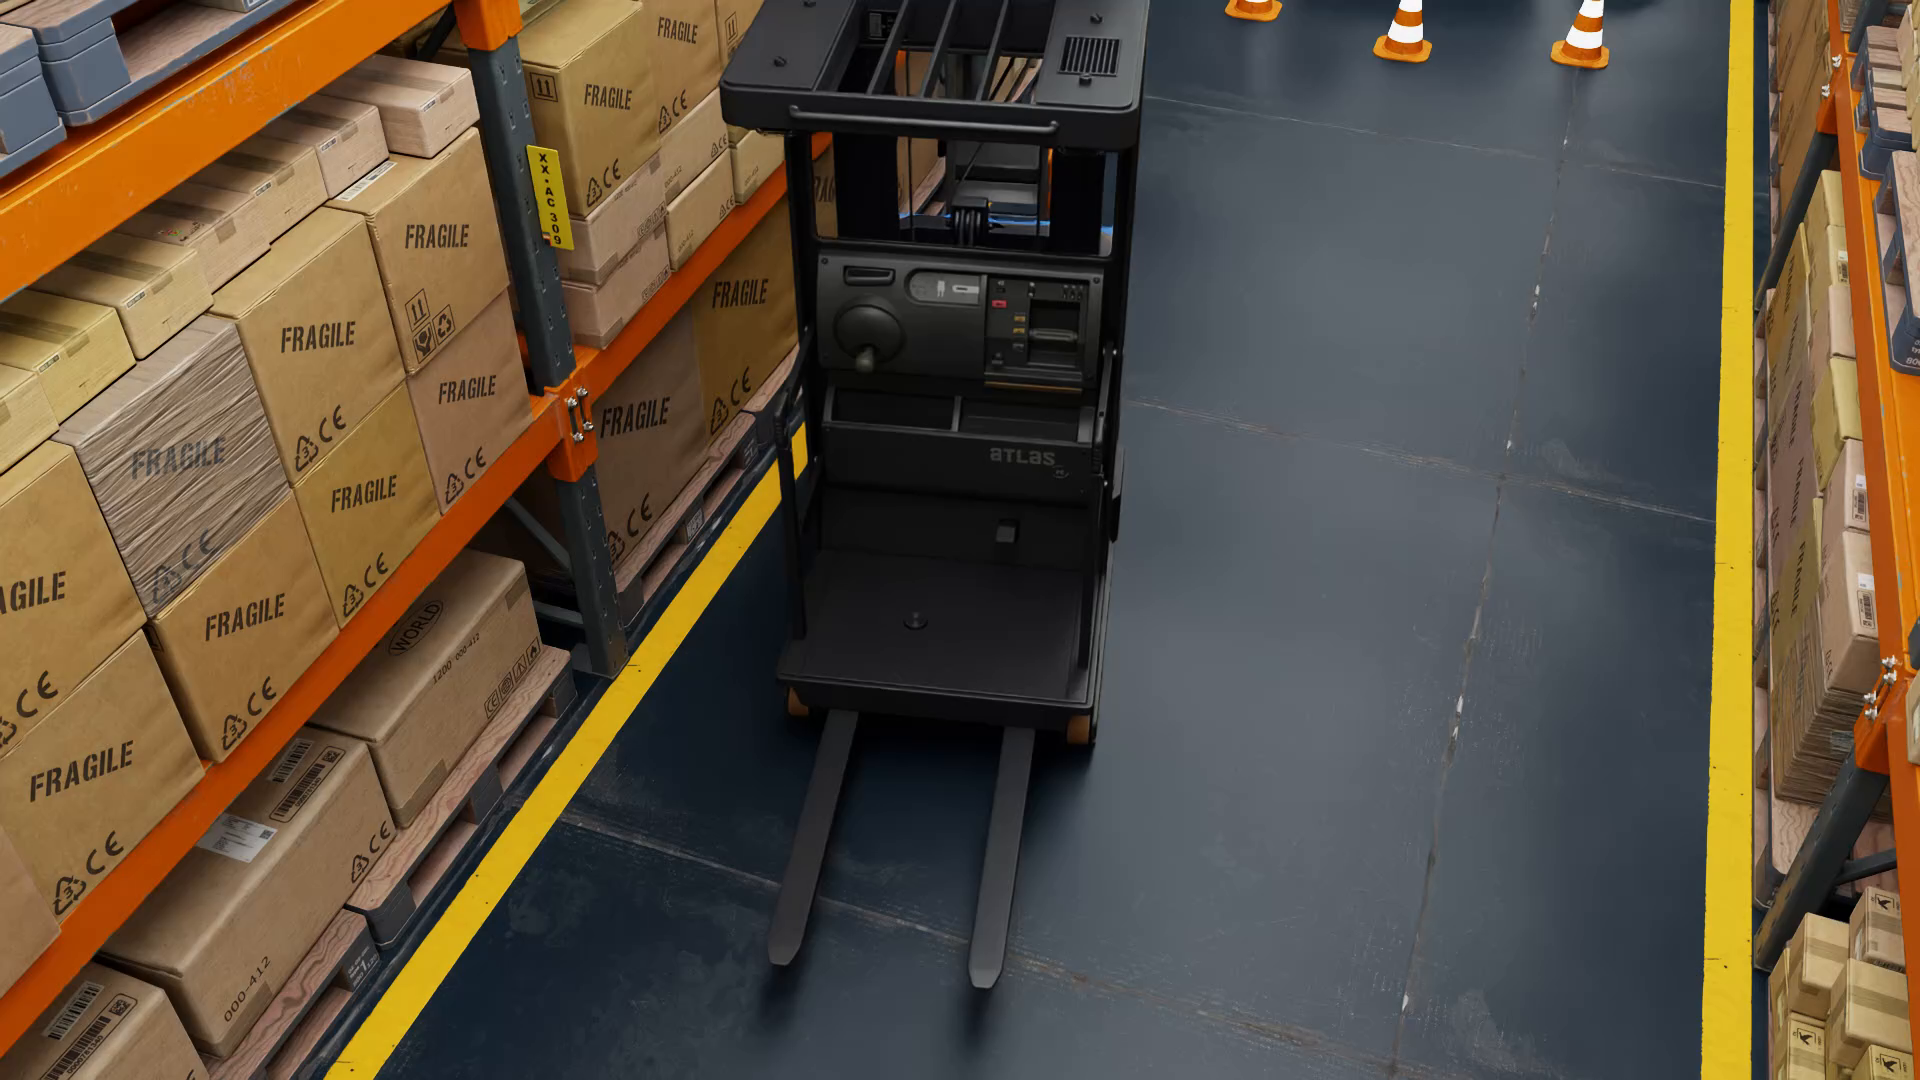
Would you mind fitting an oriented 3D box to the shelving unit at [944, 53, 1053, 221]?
[{"bbox_3d":[0.180,-1.465,6.850,0.431,2.100,0.503,5,41,6],"label":"shelving unit"}]

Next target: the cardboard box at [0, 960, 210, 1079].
[{"bbox_3d":[-2.656,1.504,4.327,0.875,0.438,0.875,14,43,16],"label":"cardboard box"}]

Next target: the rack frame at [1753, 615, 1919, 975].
[{"bbox_3d":[2.961,0.271,4.121,1.000,3.000,0.127,13,42,15],"label":"rack frame"}]

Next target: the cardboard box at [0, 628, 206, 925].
[{"bbox_3d":[-2.165,0.476,3.803,0.500,0.500,0.500,15,43,17],"label":"cardboard box"}]

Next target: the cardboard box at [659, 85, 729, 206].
[{"bbox_3d":[-1.157,-1.429,5.844,0.500,0.250,0.500,14,42,16],"label":"cardboard box"}]

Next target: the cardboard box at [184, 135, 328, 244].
[{"bbox_3d":[-1.818,-0.886,4.130,0.380,0.149,0.250,13,42,15],"label":"cardboard box"}]

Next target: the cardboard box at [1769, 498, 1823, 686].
[{"bbox_3d":[3.154,0.242,5.758,0.500,0.500,0.500,12,42,14],"label":"cardboard box"}]

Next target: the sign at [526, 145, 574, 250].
[{"bbox_3d":[-1.203,-1.003,4.887,0.100,0.325,0.005,13,42,15],"label":"sign"}]

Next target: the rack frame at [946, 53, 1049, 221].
[{"bbox_3d":[0.148,-1.308,6.666,0.400,2.100,0.015,5,41,6],"label":"rack frame"}]

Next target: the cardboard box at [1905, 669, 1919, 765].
[{"bbox_3d":[2.557,0.467,4.085,0.380,0.149,0.250,15,43,17],"label":"cardboard box"}]

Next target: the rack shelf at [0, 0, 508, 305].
[{"bbox_3d":[-2.409,-0.414,3.167,1.077,0.370,4.000,13,42,15],"label":"rack shelf"}]

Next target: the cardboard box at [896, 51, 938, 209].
[{"bbox_3d":[-0.671,-2.154,8.277,0.875,0.875,0.875,13,42,15],"label":"cardboard box"}]

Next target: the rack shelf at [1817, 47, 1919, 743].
[{"bbox_3d":[3.645,-0.675,5.785,1.077,0.370,4.000,13,42,15],"label":"rack shelf"}]

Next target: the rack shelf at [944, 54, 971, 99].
[{"bbox_3d":[0.180,-1.988,6.404,0.431,0.518,0.480,5,41,6],"label":"rack shelf"}]

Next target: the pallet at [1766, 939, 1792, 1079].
[{"bbox_3d":[2.765,1.749,4.537,1.003,0.211,1.213,13,42,15],"label":"pallet"}]

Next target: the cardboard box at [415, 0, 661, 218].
[{"bbox_3d":[-1.304,-1.389,5.220,0.500,0.500,0.500,14,42,16],"label":"cardboard box"}]

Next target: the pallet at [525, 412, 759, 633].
[{"bbox_3d":[-1.532,-0.193,6.813,1.003,0.211,1.213,13,42,15],"label":"pallet"}]

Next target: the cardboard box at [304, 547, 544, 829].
[{"bbox_3d":[-2.040,0.408,5.611,0.875,0.438,0.875,13,42,14],"label":"cardboard box"}]

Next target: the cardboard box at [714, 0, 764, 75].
[{"bbox_3d":[-0.982,-2.011,5.948,0.500,0.500,0.500,12,42,14],"label":"cardboard box"}]

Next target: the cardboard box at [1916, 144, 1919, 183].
[{"bbox_3d":[3.623,-1.349,5.890,0.380,0.149,0.250,15,43,16],"label":"cardboard box"}]

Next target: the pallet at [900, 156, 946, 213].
[{"bbox_3d":[-0.697,-1.681,8.557,1.003,0.211,1.213,13,42,15],"label":"pallet"}]

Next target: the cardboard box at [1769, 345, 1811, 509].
[{"bbox_3d":[3.508,-0.381,6.488,0.500,0.500,0.500,12,42,14],"label":"cardboard box"}]

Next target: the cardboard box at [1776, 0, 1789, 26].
[{"bbox_3d":[5.569,-3.514,9.967,1.050,0.750,0.750,13,42,15],"label":"cardboard box"}]

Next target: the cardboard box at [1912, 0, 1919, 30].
[{"bbox_3d":[3.975,-2.096,6.536,0.380,0.149,0.250,15,43,17],"label":"cardboard box"}]

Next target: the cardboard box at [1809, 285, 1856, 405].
[{"bbox_3d":[3.511,-0.688,6.270,0.500,0.250,0.500,14,42,15],"label":"cardboard box"}]

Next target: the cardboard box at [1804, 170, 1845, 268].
[{"bbox_3d":[3.866,-1.296,6.982,0.500,0.250,0.500,11,42,13],"label":"cardboard box"}]

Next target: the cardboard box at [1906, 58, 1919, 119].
[{"bbox_3d":[3.803,-1.676,6.274,0.380,0.149,0.250,15,43,17],"label":"cardboard box"}]

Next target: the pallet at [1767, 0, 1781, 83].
[{"bbox_3d":[5.504,-3.060,10.174,1.003,0.211,1.213,13,42,15],"label":"pallet"}]

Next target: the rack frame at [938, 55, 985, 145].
[{"bbox_3d":[-0.357,-3.206,8.196,1.000,3.000,0.127,13,42,15],"label":"rack frame"}]

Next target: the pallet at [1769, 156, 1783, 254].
[{"bbox_3d":[4.670,-1.572,8.430,1.003,0.211,1.213,13,42,15],"label":"pallet"}]

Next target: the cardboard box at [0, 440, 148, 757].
[{"bbox_3d":[-2.152,0.089,3.487,0.500,0.500,0.500,13,42,15],"label":"cardboard box"}]

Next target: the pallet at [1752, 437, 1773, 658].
[{"bbox_3d":[3.642,0.110,6.458,1.003,0.211,1.213,13,42,15],"label":"pallet"}]

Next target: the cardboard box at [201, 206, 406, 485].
[{"bbox_3d":[-1.808,-0.528,4.210,0.500,0.500,0.500,13,42,14],"label":"cardboard box"}]

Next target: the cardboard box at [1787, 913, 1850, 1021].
[{"bbox_3d":[2.537,1.233,4.638,0.380,0.149,0.250,15,43,17],"label":"cardboard box"}]

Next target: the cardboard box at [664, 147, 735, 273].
[{"bbox_3d":[-1.151,-1.235,6.002,0.500,0.250,0.500,12,42,14],"label":"cardboard box"}]

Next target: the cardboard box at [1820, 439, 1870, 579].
[{"bbox_3d":[3.167,-0.044,5.515,0.500,0.250,0.500,15,43,17],"label":"cardboard box"}]

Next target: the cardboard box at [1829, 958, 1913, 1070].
[{"bbox_3d":[2.499,1.288,4.343,0.380,0.149,0.250,15,43,17],"label":"cardboard box"}]

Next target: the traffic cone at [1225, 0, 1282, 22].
[{"bbox_3d":[1.902,-3.613,10.629,0.336,0.463,0.334,13,42,15],"label":"traffic cone"}]

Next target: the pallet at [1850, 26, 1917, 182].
[{"bbox_3d":[4.186,-1.637,6.506,1.213,0.211,1.003,13,42,15],"label":"pallet"}]

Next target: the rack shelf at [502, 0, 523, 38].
[{"bbox_3d":[-1.041,-2.853,6.026,1.077,0.370,4.000,13,42,15],"label":"rack shelf"}]

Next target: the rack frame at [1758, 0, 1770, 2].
[{"bbox_3d":[5.697,-4.608,9.840,1.000,3.000,0.127,13,42,15],"label":"rack frame"}]

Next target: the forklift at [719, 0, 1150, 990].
[{"bbox_3d":[-0.032,-0.634,5.235,1.130,2.935,3.031,5,41,6],"label":"forklift"}]

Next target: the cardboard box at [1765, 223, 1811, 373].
[{"bbox_3d":[3.848,-1.003,7.217,0.500,0.500,0.500,12,42,13],"label":"cardboard box"}]

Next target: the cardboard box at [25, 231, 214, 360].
[{"bbox_3d":[-1.939,-0.567,3.756,0.380,0.149,0.250,13,42,15],"label":"cardboard box"}]

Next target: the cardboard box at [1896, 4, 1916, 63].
[{"bbox_3d":[3.987,-2.005,6.659,0.380,0.149,0.250,13,42,14],"label":"cardboard box"}]

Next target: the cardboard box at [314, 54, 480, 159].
[{"bbox_3d":[-1.531,-1.173,4.466,0.380,0.149,0.250,12,42,14],"label":"cardboard box"}]

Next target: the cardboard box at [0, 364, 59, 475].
[{"bbox_3d":[-2.098,-0.254,3.389,0.380,0.149,0.250,13,42,15],"label":"cardboard box"}]

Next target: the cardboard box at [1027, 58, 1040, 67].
[{"bbox_3d":[0.090,-3.160,9.844,0.950,0.372,0.625,13,42,14],"label":"cardboard box"}]

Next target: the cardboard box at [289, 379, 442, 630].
[{"bbox_3d":[-1.814,-0.149,4.537,0.500,0.500,0.500,12,42,14],"label":"cardboard box"}]

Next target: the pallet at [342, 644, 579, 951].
[{"bbox_3d":[-2.058,0.741,5.719,1.003,0.211,1.213,13,42,15],"label":"pallet"}]

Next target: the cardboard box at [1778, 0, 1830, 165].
[{"bbox_3d":[4.918,-2.358,8.613,1.050,0.750,0.750,14,42,16],"label":"cardboard box"}]

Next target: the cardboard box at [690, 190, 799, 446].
[{"bbox_3d":[-1.286,-1.066,7.002,0.875,0.875,0.875,14,43,16],"label":"cardboard box"}]

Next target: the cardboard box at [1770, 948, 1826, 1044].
[{"bbox_3d":[2.535,1.347,4.734,0.380,0.149,0.250,12,42,13],"label":"cardboard box"}]
